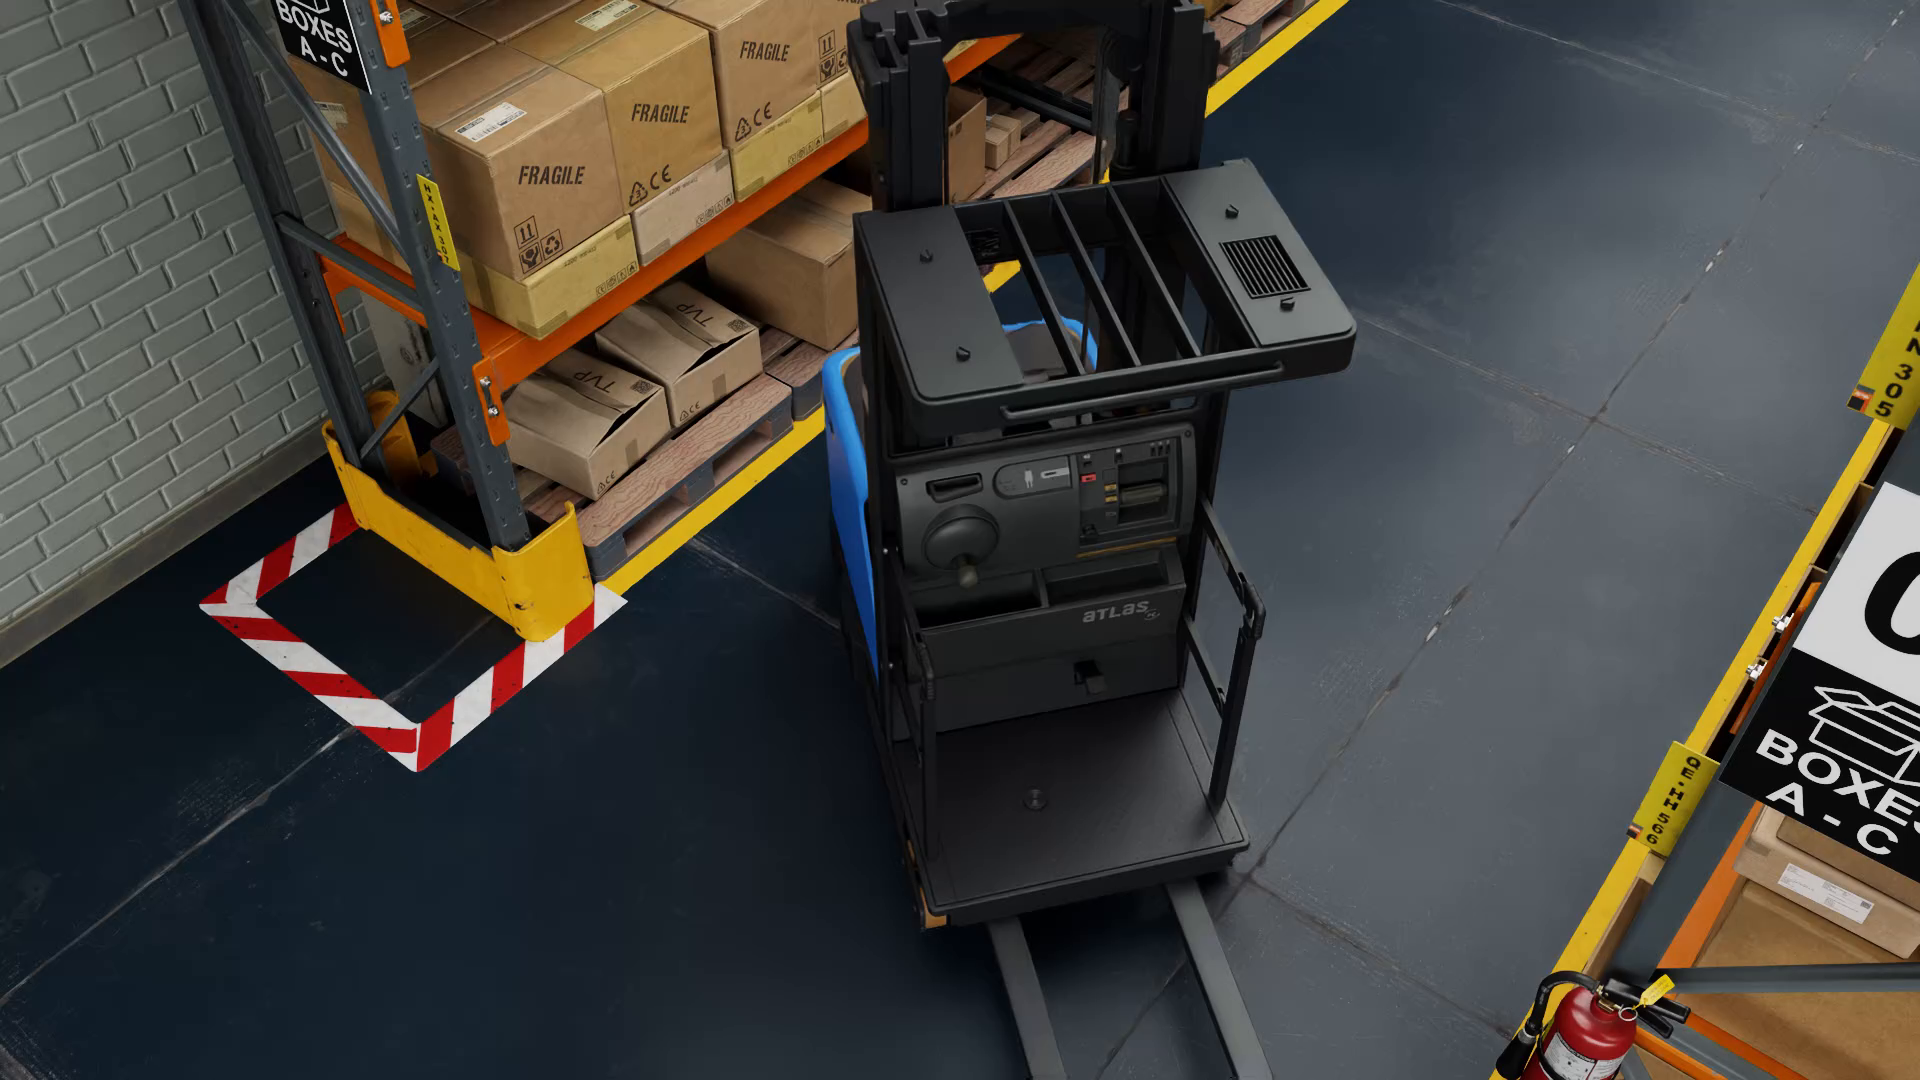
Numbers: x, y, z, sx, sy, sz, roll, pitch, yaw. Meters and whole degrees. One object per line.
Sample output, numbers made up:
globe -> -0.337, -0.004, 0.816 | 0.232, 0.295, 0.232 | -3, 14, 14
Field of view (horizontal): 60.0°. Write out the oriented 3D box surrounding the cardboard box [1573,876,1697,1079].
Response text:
cardboard box -> 1.957, 1.367, 4.627 | 0.500, 0.500, 0.500 | 29, 53, 25

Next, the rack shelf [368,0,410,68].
rack shelf -> -0.834, -2.860, 5.996 | 1.077, 0.370, 4.000 | 29, 53, 25

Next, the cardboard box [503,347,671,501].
cardboard box -> -1.563, -0.508, 6.880 | 0.500, 0.311, 0.500 | 24, 51, 21

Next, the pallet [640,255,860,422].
pallet -> -0.740, -1.153, 7.870 | 1.003, 0.211, 1.213 | 29, 53, 25

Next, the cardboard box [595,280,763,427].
cardboard box -> -1.214, -0.834, 7.192 | 0.500, 0.311, 0.500 | 34, 55, 28

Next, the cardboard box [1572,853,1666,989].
cardboard box -> 2.255, 1.335, 5.176 | 0.500, 0.250, 0.500 | 29, 53, 25

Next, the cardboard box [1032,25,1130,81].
cardboard box -> 0.825, -2.934, 9.068 | 0.700, 0.500, 0.500 | 31, 54, 26

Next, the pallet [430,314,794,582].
pallet -> -1.486, -0.458, 7.206 | 1.003, 0.211, 1.213 | 29, 53, 25

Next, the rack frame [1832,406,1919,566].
rack frame -> 1.865, -0.813, 1.468 | 1.000, 3.000, 0.127 | 29, 53, 25

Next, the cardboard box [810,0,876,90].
cardboard box -> -0.590, -2.155, 6.470 | 0.500, 0.500, 0.500 | 31, 54, 26

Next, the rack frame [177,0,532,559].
rack frame -> -2.057, -0.928, 5.727 | 1.000, 3.000, 0.127 | 29, 53, 25

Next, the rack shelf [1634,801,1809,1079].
rack shelf -> 3.088, 0.364, 4.990 | 1.077, 0.370, 4.000 | 29, 53, 25

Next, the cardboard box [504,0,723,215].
cardboard box -> -1.217, -1.561, 5.903 | 0.500, 0.500, 0.500 | 29, 53, 25

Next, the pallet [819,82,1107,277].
pallet -> 0.006, -1.854, 8.540 | 1.003, 0.211, 1.213 | 29, 53, 25

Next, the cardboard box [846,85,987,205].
cardboard box -> -0.215, -1.894, 8.074 | 0.500, 0.500, 0.500 | 25, 51, 22

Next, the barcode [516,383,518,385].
barcode -> -1.868, -0.698, 7.056 | 0.001, 0.075, 0.075 | 29, 53, 25

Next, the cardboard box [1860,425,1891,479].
cardboard box -> 3.779, -0.357, 6.274 | 0.500, 0.500, 0.500 | 29, 53, 25

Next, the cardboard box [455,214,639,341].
cardboard box -> -1.508, -1.022, 5.907 | 0.500, 0.250, 0.500 | 28, 52, 24

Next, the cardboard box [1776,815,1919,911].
cardboard box -> 2.193, 0.485, 3.411 | 0.700, 0.500, 0.500 | 29, 53, 25

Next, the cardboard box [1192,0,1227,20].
cardboard box -> 1.101, -3.252, 9.371 | 0.700, 0.500, 0.500 | 28, 52, 24

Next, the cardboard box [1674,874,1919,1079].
cardboard box -> 2.161, 0.964, 3.851 | 0.700, 0.500, 0.500 | 29, 53, 25

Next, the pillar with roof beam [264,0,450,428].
pillar with roof beam -> 1.093, -1.880, 2.488 | 9.100, 9.000, 0.400 | 29, 53, 25

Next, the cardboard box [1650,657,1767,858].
cardboard box -> 2.557, 0.788, 5.180 | 0.500, 0.500, 0.500 | 29, 53, 25

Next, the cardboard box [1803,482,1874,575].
cardboard box -> 3.168, 0.216, 5.727 | 0.500, 0.500, 0.500 | 29, 53, 25

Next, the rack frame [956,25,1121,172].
rack frame -> 0.388, -3.217, 7.914 | 1.000, 3.000, 0.127 | 29, 53, 25

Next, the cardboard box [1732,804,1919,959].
cardboard box -> 1.948, 0.698, 3.656 | 0.380, 0.149, 0.250 | 28, 53, 24

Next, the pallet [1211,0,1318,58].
pallet -> 1.609, -3.401, 10.018 | 1.003, 0.211, 1.213 | 29, 53, 25

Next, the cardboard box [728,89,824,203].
cardboard box -> -0.885, -1.615, 6.473 | 0.500, 0.250, 0.500 | 28, 53, 24

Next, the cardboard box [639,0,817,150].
cardboard box -> -0.897, -1.854, 6.183 | 0.500, 0.500, 0.500 | 28, 52, 24

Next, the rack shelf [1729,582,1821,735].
rack shelf -> 3.088, -0.673, 3.906 | 1.077, 0.370, 4.000 | 29, 53, 25

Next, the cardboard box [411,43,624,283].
cardboard box -> -1.527, -1.283, 5.637 | 0.500, 0.500, 0.500 | 29, 53, 25

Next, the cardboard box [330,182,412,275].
cardboard box -> -1.925, -1.237, 6.111 | 0.500, 0.250, 0.500 | 30, 53, 25

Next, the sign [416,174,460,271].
sign -> -1.628, -0.988, 5.185 | 0.100, 0.325, 0.005 | 29, 53, 25

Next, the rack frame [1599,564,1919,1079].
rack frame -> 1.865, 1.260, 3.637 | 1.000, 3.000, 0.127 | 29, 53, 25

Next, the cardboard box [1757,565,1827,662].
cardboard box -> 2.864, 0.503, 5.453 | 0.500, 0.500, 0.500 | 29, 53, 25

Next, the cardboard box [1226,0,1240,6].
cardboard box -> 1.445, -3.526, 9.633 | 0.700, 0.500, 0.500 | 30, 53, 25

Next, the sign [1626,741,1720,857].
sign -> 1.444, 0.530, 3.370 | 0.100, 0.325, 0.005 | 29, 53, 25

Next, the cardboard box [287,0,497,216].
cardboard box -> -1.937, -1.506, 5.850 | 0.500, 0.500, 0.500 | 29, 53, 25

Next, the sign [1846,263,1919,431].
sign -> 1.444, -0.303, 2.498 | 0.100, 0.325, 0.005 | 29, 53, 25

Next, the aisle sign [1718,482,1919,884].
aisle sign -> 1.592, 0.269, 2.785 | 0.394, 0.787, 0.004 | 29, 53, 25

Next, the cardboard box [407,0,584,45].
cardboard box -> -1.622, -1.790, 6.121 | 0.500, 0.500, 0.500 | 30, 53, 25

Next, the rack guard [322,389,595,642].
rack guard -> -2.011, -0.108, 6.673 | 1.175, 0.500, 0.348 | 29, 53, 25

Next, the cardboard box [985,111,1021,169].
cardboard box -> 0.085, -2.071, 8.474 | 0.380, 0.166, 0.250 | 23, 50, 20

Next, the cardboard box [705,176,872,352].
cardboard box -> -0.726, -1.297, 7.504 | 0.700, 0.500, 0.500 | 26, 52, 23

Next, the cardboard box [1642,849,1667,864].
cardboard box -> 2.560, 1.048, 5.450 | 0.500, 0.250, 0.500 | 29, 53, 25

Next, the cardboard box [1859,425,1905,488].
cardboard box -> 3.480, -0.067, 5.997 | 0.500, 0.500, 0.500 | 29, 53, 25

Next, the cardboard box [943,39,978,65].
cardboard box -> -0.268, -2.191, 7.023 | 0.500, 0.250, 0.500 | 29, 53, 25

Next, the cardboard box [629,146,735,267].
cardboard box -> -1.201, -1.326, 6.197 | 0.500, 0.250, 0.500 | 28, 52, 24

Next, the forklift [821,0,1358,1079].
forklift -> 0.322, -0.008, 4.896 | 1.130, 2.935, 3.031 | -10, 47, -9

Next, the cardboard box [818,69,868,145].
cardboard box -> -0.574, -1.903, 6.748 | 0.500, 0.250, 0.500 | 30, 53, 25

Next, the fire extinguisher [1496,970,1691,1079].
fire extinguisher -> 1.425, 1.149, 3.797 | 0.296, 0.674, 0.183 | 29, 53, 25

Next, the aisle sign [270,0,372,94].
aisle sign -> -1.864, -1.653, 4.621 | 0.394, 0.787, 0.004 | 29, 53, 25

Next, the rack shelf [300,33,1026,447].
rack shelf -> -0.834, -1.824, 7.080 | 1.077, 0.370, 4.000 | 29, 53, 25

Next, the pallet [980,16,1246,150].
pallet -> 0.863, -2.700, 9.348 | 1.003, 0.211, 1.213 | 29, 53, 25
